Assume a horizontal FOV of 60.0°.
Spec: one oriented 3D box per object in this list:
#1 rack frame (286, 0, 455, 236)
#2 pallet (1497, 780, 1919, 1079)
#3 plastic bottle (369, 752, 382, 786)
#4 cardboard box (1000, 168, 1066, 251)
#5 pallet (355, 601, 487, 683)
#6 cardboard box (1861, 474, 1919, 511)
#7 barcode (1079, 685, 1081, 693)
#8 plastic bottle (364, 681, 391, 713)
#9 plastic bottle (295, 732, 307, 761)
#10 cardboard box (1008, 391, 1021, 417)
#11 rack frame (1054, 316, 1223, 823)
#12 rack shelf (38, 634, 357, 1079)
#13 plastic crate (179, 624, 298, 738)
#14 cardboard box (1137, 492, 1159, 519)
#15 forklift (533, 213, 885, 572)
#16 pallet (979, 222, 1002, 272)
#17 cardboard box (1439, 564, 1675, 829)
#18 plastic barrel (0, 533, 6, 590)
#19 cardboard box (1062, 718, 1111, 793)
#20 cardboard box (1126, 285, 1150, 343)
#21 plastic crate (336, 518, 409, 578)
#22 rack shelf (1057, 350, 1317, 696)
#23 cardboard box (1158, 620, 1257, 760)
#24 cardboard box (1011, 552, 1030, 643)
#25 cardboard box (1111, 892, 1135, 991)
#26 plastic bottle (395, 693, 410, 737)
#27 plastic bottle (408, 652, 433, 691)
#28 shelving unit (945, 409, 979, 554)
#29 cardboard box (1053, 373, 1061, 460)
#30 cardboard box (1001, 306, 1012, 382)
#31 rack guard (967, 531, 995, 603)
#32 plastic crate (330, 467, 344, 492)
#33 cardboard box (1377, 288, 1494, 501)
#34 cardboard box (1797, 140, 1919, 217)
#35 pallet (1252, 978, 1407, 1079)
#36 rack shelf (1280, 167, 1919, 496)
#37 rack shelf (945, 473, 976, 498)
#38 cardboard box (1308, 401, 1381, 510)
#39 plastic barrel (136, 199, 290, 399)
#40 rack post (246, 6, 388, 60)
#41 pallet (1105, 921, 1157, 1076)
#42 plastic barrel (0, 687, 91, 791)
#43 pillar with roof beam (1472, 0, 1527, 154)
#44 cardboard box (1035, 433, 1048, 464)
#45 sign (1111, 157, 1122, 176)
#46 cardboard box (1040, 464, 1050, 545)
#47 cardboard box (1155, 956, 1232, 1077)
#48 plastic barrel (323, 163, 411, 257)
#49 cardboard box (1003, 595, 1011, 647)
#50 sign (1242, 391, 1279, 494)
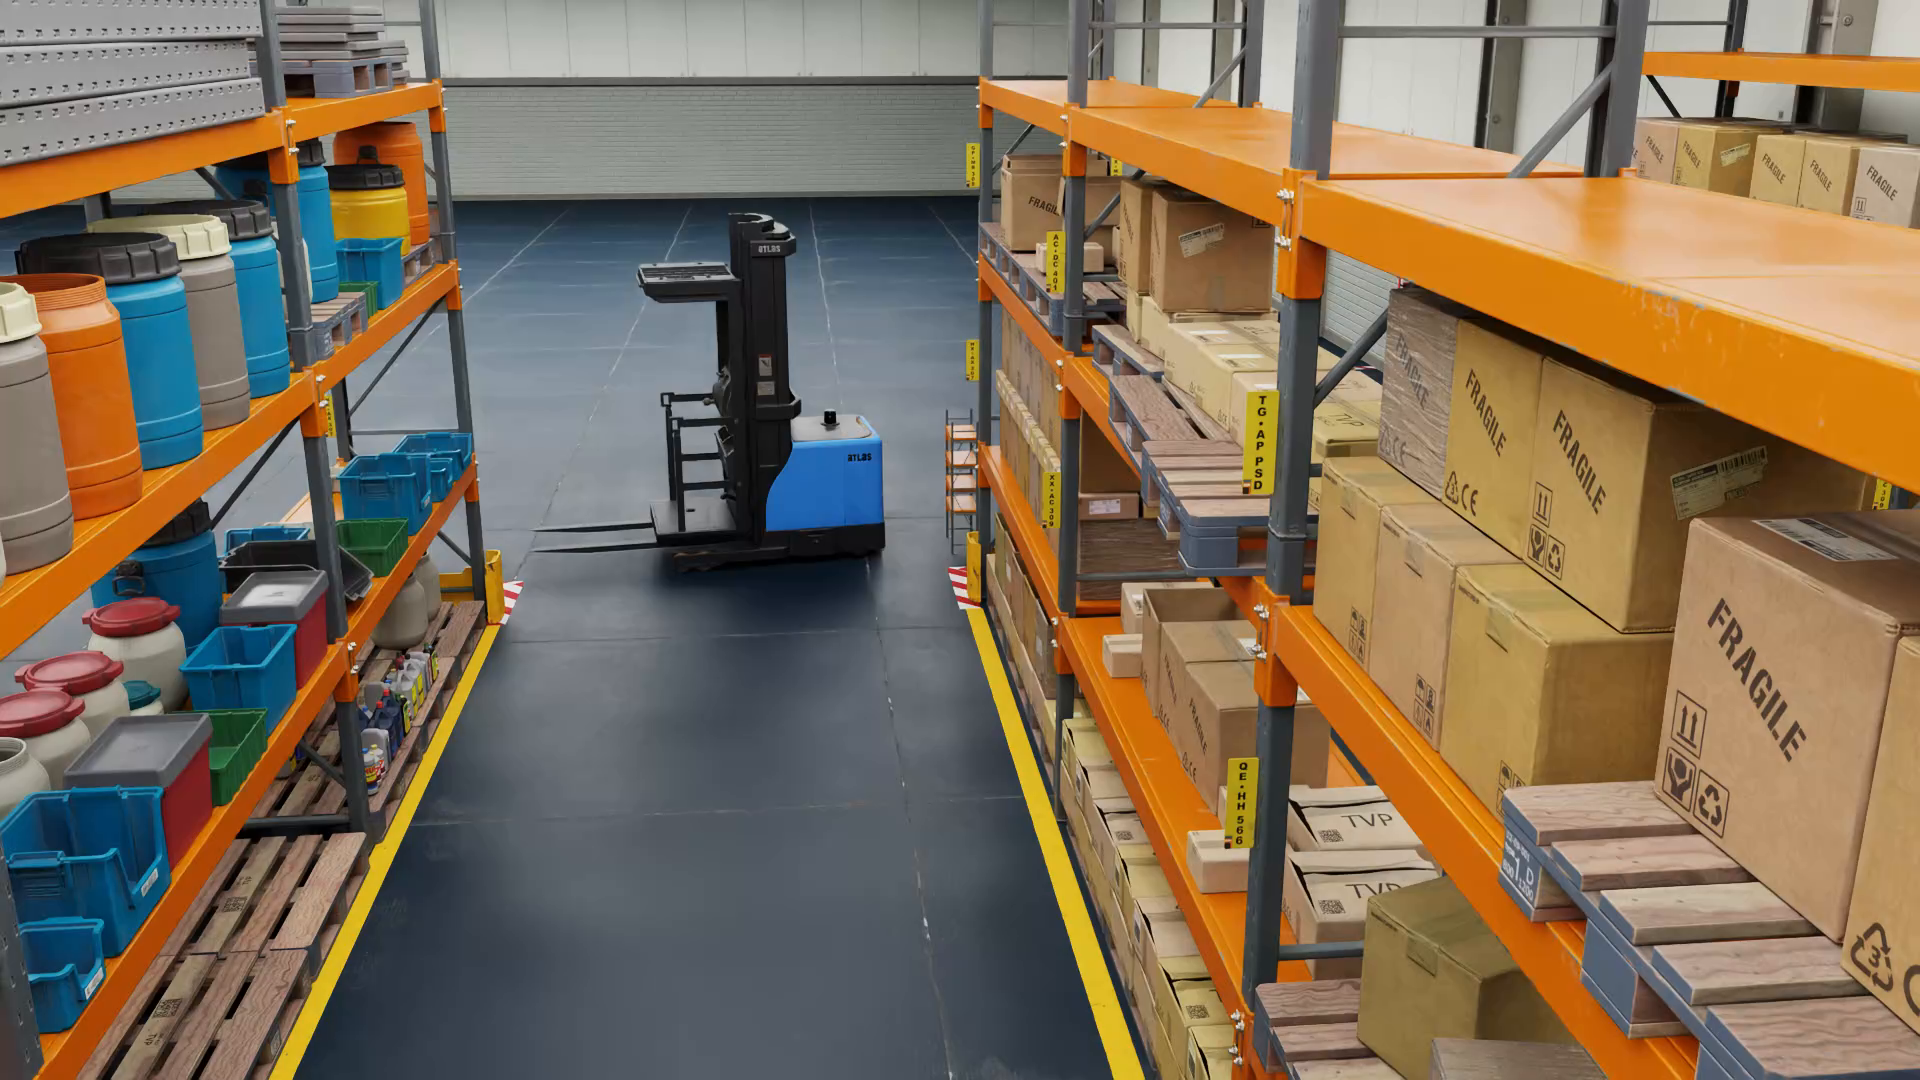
[{"bbox_3d":[-4.275,-3.692,11.912,1.000,3.000,0.127,-2,18,-6],"label":"rack frame"},{"bbox_3d":[1.782,0.747,3.095,1.213,0.211,1.003,-2,18,-6],"label":"pallet"},{"bbox_3d":[-3.470,1.349,9.810,0.097,0.201,0.097,0,17,0],"label":"plastic bottle"},{"bbox_3d":[0.552,-2.224,11.144,0.500,0.500,0.500,-2,18,-6],"label":"cardboard box"},{"bbox_3d":[-4.142,0.765,12.389,1.003,0.211,1.213,-2,18,-6],"label":"pallet"},{"bbox_3d":[5.635,-0.371,10.315,0.500,0.500,0.500,-2,18,-6],"label":"cardboard box"},{"bbox_3d":[0.677,0.824,9.380,0.001,0.075,0.075,-2,18,-6],"label":"barcode"},{"bbox_3d":[-3.741,1.028,10.708,0.152,0.276,0.135,-2,18,-6],"label":"plastic bottle"},{"bbox_3d":[-4.091,1.200,10.160,0.152,0.276,0.135,-2,18,-6],"label":"plastic bottle"},{"bbox_3d":[0.557,-0.987,12.062,0.380,0.149,0.250,-2,18,-6],"label":"cardboard box"},{"bbox_3d":[1.065,0.211,9.499,1.000,3.000,0.127,-2,18,-6],"label":"rack frame"},{"bbox_3d":[-3.656,1.302,7.224,1.077,0.370,4.000,-2,18,-6],"label":"rack shelf"},{"bbox_3d":[-3.439,0.689,8.001,0.392,0.384,0.575,-2,18,-6],"label":"plastic crate"},{"bbox_3d":[1.230,-0.233,9.661,0.380,0.149,0.250,-2,18,-6],"label":"cardboard box"},{"bbox_3d":[-2.237,-1.295,14.410,3.031,2.935,1.130,-4,18,-13],"label":"forklift"},{"bbox_3d":[0.699,-2.159,12.185,1.003,0.211,1.213,-2,18,-6],"label":"pallet"},{"bbox_3d":[1.662,0.359,3.850,0.910,0.500,0.500,-2,18,-6],"label":"cardboard box"},{"bbox_3d":[-3.177,-0.032,5.078,0.421,0.512,0.421,0,17,0],"label":"plastic barrel"},{"bbox_3d":[0.860,1.185,9.347,0.500,0.311,0.500,-2,18,-5],"label":"cardboard box"},{"bbox_3d":[1.119,-1.166,8.423,0.500,0.250,0.500,0,17,0],"label":"cardboard box"},{"bbox_3d":[-3.722,0.050,10.362,0.450,0.188,0.662,-2,18,-6],"label":"plastic crate"},{"bbox_3d":[1.271,-0.281,7.259,1.077,0.370,4.000,-2,18,-6],"label":"rack shelf"},{"bbox_3d":[1.234,0.698,7.778,0.500,0.500,0.500,-2,18,-6],"label":"cardboard box"},{"bbox_3d":[0.638,0.386,11.577,0.500,0.500,0.500,-2,18,-6],"label":"cardboard box"},{"bbox_3d":[1.019,1.908,7.981,0.500,0.250,0.500,-1,17,-5],"label":"cardboard box"},{"bbox_3d":[-3.528,1.089,10.502,0.061,0.283,0.133,-1,17,-3],"label":"plastic bottle"},{"bbox_3d":[-3.651,0.870,11.211,0.152,0.276,0.135,-2,18,-5],"label":"plastic bottle"},{"bbox_3d":[0.017,-0.523,14.840,0.258,1.200,0.503,-2,18,-6],"label":"shelving unit"},{"bbox_3d":[0.959,-0.739,10.189,0.700,0.500,0.500,-2,18,-6],"label":"cardboard box"},{"bbox_3d":[0.693,-1.493,12.591,0.700,0.500,0.500,-2,18,-5],"label":"cardboard box"},{"bbox_3d":[0.650,0.204,13.692,1.175,0.500,0.348,-2,18,-6],"label":"rack guard"},{"bbox_3d":[-4.503,-0.427,11.969,0.298,0.136,0.250,-2,18,-6],"label":"plastic crate"},{"bbox_3d":[1.516,-0.423,4.674,0.500,0.500,0.500,-2,18,-6],"label":"cardboard box"},{"bbox_3d":[5.603,-2.214,10.343,0.500,0.500,0.500,-1,17,-3],"label":"cardboard box"},{"bbox_3d":[1.617,1.694,5.095,1.213,0.211,1.003,-2,18,-6],"label":"pallet"},{"bbox_3d":[1.684,-0.330,3.074,1.077,0.370,4.000,-2,18,-6],"label":"rack shelf"},{"bbox_3d":[0.017,-0.459,14.860,0.258,0.148,0.480,-2,18,-6],"label":"rack shelf"},{"bbox_3d":[1.374,-0.291,5.638,0.500,0.250,0.500,-3,18,-10],"label":"cardboard box"},{"bbox_3d":[-3.594,-1.163,8.029,0.600,0.901,0.708,-2,18,-6],"label":"plastic barrel"},{"bbox_3d":[-4.044,-3.079,10.088,0.937,0.300,0.954,-2,18,-7],"label":"rack post"},{"bbox_3d":[1.309,2.124,8.061,1.003,0.211,1.213,-2,18,-6],"label":"pallet"},{"bbox_3d":[-3.862,0.937,6.958,0.433,0.535,0.433,0,17,0],"label":"plastic barrel"},{"bbox_3d":[1.611,-5.470,17.578,9.100,9.000,0.400,-2,18,-6],"label":"pillar with roof beam"},{"bbox_3d":[0.694,-0.599,10.829,0.380,0.149,0.250,-1,17,-4],"label":"cardboard box"},{"bbox_3d":[1.193,-2.810,12.765,0.100,0.325,0.005,-2,18,-6],"label":"sign"},{"bbox_3d":[0.904,-0.276,10.881,0.700,0.500,0.500,-2,17,-5],"label":"cardboard box"},{"bbox_3d":[1.118,1.943,6.933,0.500,0.311,0.500,-2,18,-6],"label":"cardboard box"},{"bbox_3d":[-4.031,-2.215,11.201,0.600,0.588,0.600,0,17,0],"label":"plastic barrel"},{"bbox_3d":[0.593,0.595,12.164,0.500,0.250,0.500,-2,18,-6],"label":"cardboard box"},{"bbox_3d":[0.924,-0.299,5.117,0.100,0.325,0.005,-2,18,-6],"label":"sign"}]
